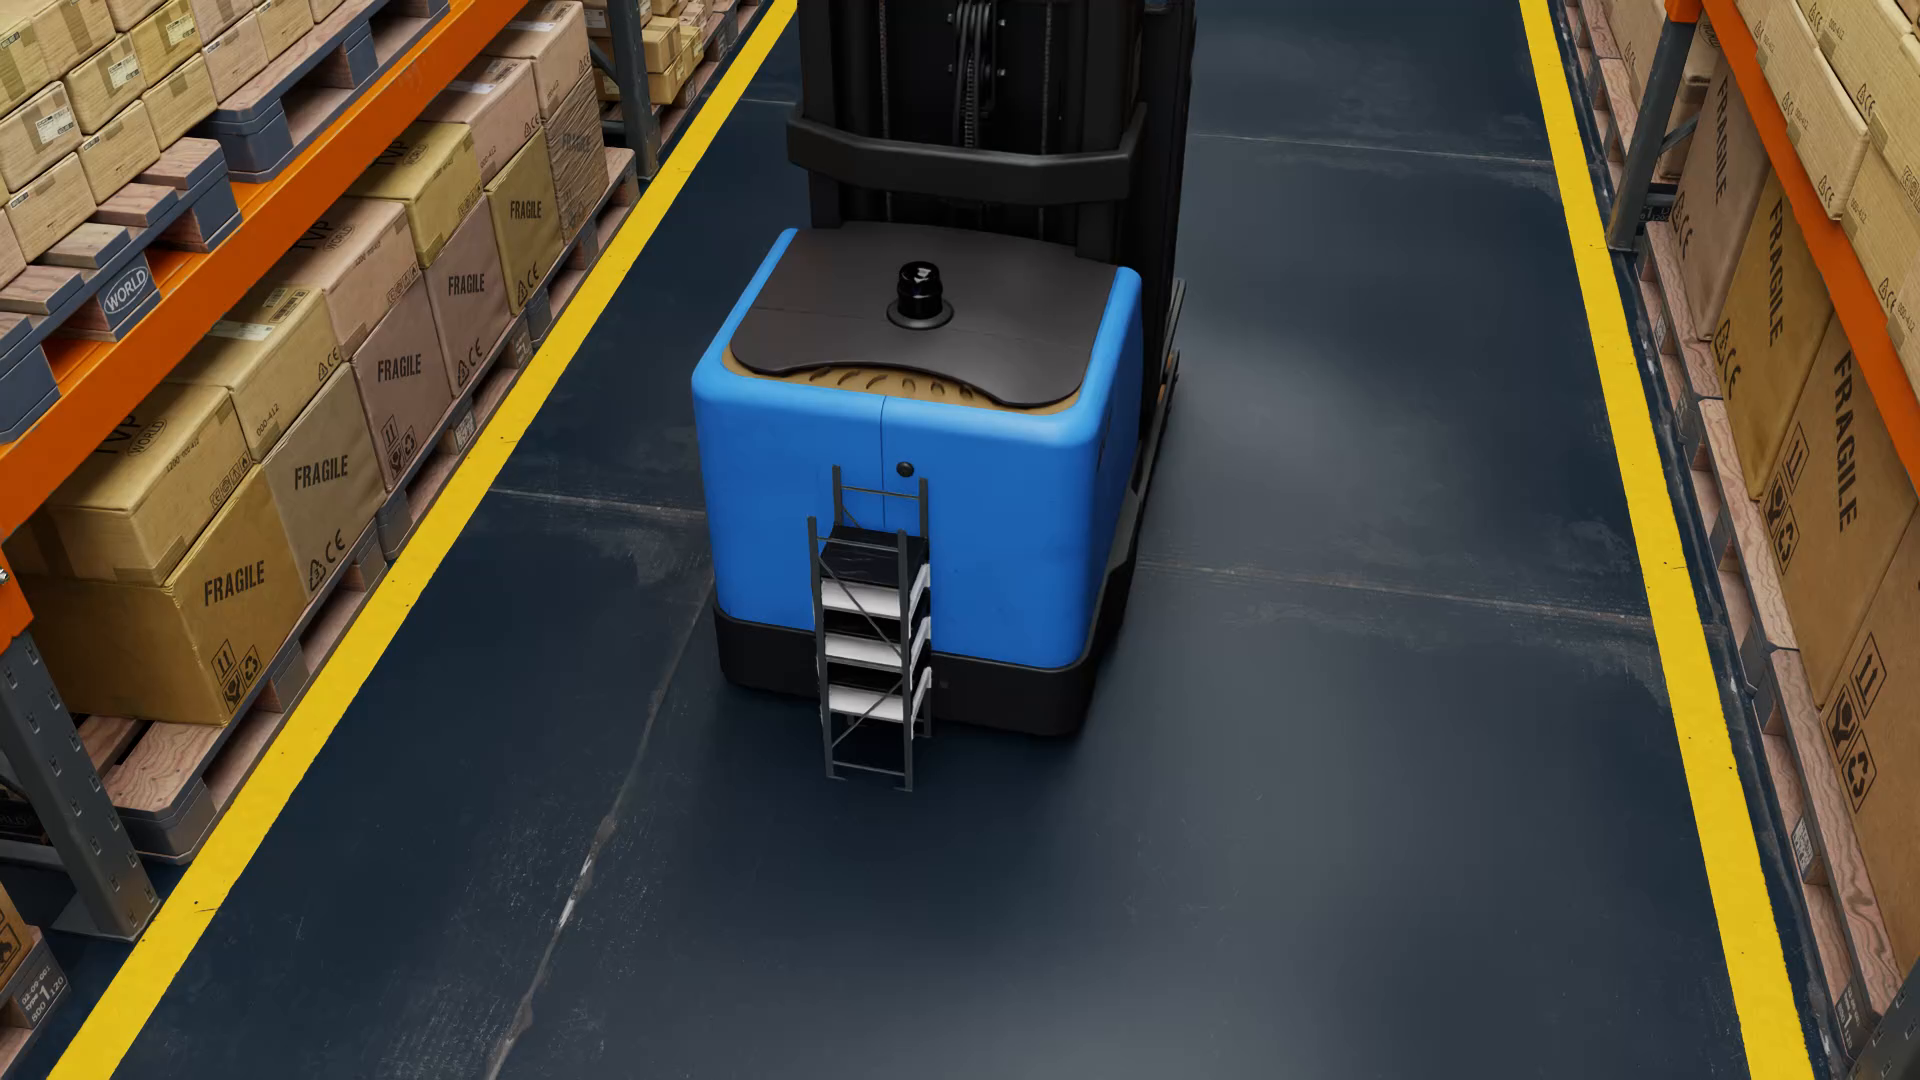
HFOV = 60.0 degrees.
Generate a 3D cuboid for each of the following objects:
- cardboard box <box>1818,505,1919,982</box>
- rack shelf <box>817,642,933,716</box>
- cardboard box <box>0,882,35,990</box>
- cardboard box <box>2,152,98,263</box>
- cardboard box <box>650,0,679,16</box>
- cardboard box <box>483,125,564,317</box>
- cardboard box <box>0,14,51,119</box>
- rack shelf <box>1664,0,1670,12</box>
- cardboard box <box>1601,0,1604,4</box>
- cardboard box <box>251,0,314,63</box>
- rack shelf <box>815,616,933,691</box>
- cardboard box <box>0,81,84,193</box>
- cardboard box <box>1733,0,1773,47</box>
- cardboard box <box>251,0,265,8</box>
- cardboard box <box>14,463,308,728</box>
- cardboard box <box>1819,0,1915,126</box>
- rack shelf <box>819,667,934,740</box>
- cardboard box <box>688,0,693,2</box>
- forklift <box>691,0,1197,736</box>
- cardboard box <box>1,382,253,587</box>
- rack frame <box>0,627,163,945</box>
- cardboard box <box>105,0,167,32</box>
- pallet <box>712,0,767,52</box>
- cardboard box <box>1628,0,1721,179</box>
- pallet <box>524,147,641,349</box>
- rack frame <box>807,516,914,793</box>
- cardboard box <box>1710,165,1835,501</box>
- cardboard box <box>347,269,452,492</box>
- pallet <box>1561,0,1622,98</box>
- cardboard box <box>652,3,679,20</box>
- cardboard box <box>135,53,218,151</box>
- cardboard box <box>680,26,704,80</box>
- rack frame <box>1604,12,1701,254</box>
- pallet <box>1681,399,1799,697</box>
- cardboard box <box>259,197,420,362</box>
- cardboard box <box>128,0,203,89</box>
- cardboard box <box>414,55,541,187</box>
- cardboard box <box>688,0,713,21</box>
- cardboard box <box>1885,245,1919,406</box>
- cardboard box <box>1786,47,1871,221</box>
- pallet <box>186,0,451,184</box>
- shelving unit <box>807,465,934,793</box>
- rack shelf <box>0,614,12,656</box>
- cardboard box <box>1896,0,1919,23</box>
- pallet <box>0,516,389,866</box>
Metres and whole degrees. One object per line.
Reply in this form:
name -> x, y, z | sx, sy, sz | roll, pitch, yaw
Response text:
cardboard box -> 2.601, 0.451, 3.688 | 0.875, 0.875, 0.875 | 6, 40, 7
rack shelf -> -0.219, 0.341, 4.325 | 0.258, 0.077, 0.200 | 8, 40, 10
cardboard box -> -2.687, 0.814, 3.348 | 1.050, 0.750, 0.750 | 6, 40, 7
cardboard box -> -2.170, -0.756, 3.678 | 0.380, 0.149, 0.250 | 8, 40, 10
cardboard box -> -1.431, -2.426, 7.271 | 0.380, 0.149, 0.250 | 8, 40, 10
cardboard box -> -1.770, -1.159, 5.929 | 0.500, 0.500, 0.500 | 6, 40, 7
cardboard box -> -2.178, -0.996, 3.501 | 0.380, 0.149, 0.250 | 5, 40, 6
rack shelf -> 3.438, -3.270, 7.415 | 1.077, 0.370, 4.000 | 6, 40, 8
cardboard box -> 3.618, -2.976, 8.177 | 0.875, 0.438, 0.875 | 7, 40, 9
cardboard box -> -1.989, -1.420, 4.481 | 0.380, 0.149, 0.250 | 7, 40, 8
rack shelf -> -0.219, 0.271, 4.268 | 0.258, 0.077, 0.200 | 8, 40, 10
cardboard box -> -2.167, -0.895, 3.613 | 0.380, 0.149, 0.250 | 8, 40, 10
cardboard box -> 2.668, -1.662, 5.024 | 0.500, 0.250, 0.500 | 5, 40, 7
cardboard box -> -1.990, -1.533, 4.384 | 0.380, 0.149, 0.250 | 6, 40, 7
cardboard box -> -2.120, 0.122, 4.381 | 0.500, 0.500, 0.500 | 5, 40, 6
cardboard box -> 2.476, -1.220, 4.097 | 0.500, 0.250, 0.500 | 5, 40, 6
rack shelf -> -0.219, 0.410, 4.383 | 0.258, 0.077, 0.200 | 8, 40, 10
cardboard box -> -1.411, -2.639, 7.762 | 0.380, 0.149, 0.250 | 4, 40, 5
forklift -> 0.152, -1.546, 4.820 | 1.130, 2.935, 3.031 | 8, 40, 10
cardboard box -> -2.135, -0.157, 4.130 | 0.500, 0.250, 0.500 | 5, 40, 6
rack frame -> -2.493, -0.264, 3.215 | 1.000, 3.000, 0.127 | 6, 40, 8
cardboard box -> -2.085, -1.315, 3.888 | 0.380, 0.149, 0.250 | 5, 40, 6
pallet -> -1.511, -2.893, 8.583 | 1.003, 0.211, 1.213 | 6, 40, 8
cardboard box -> 3.306, -1.848, 6.813 | 0.875, 0.438, 0.875 | 6, 40, 7
pallet -> -1.934, -1.211, 6.549 | 1.003, 0.211, 1.213 | 6, 40, 8
rack frame -> -0.242, 0.309, 4.171 | 0.240, 0.900, 0.006 | 8, 40, 10
cardboard box -> 2.915, -0.669, 5.043 | 0.875, 0.875, 0.875 | 7, 40, 9
cardboard box -> -1.952, -0.517, 5.153 | 0.500, 0.500, 0.500 | 5, 40, 7
pallet -> 3.509, -2.454, 8.052 | 1.003, 0.211, 1.213 | 6, 40, 8
cardboard box -> -1.468, -2.313, 7.368 | 0.380, 0.149, 0.250 | 7, 40, 8
cardboard box -> -2.079, -1.095, 4.088 | 0.380, 0.149, 0.250 | 8, 40, 10
cardboard box -> -1.375, -2.197, 7.462 | 0.380, 0.149, 0.250 | 8, 40, 9
rack frame -> 3.092, -2.292, 5.668 | 1.000, 3.000, 0.127 | 6, 40, 8
pallet -> 2.824, 0.043, 5.032 | 1.003, 0.211, 1.213 | 6, 40, 8
cardboard box -> -1.949, -0.785, 4.889 | 0.500, 0.250, 0.500 | 7, 40, 8
cardboard box -> -2.081, -1.221, 4.007 | 0.380, 0.149, 0.250 | 7, 40, 8
cardboard box -> -1.783, -1.445, 5.688 | 0.500, 0.250, 0.500 | 8, 40, 10
cardboard box -> -1.389, -2.524, 7.857 | 0.380, 0.149, 0.250 | 6, 40, 7
cardboard box -> 2.304, -0.392, 3.488 | 0.500, 0.250, 0.500 | 7, 40, 8
cardboard box -> 2.468, -1.030, 4.259 | 0.500, 0.250, 0.500 | 6, 40, 7
pallet -> -2.191, -1.437, 4.784 | 1.003, 0.211, 1.213 | 6, 40, 8
shelving unit -> -0.219, 0.246, 4.247 | 0.258, 0.900, 0.210 | 8, 40, 10
rack shelf -> -2.839, 1.269, 1.926 | 1.077, 0.370, 4.000 | 6, 40, 8
cardboard box -> 2.499, -1.509, 3.858 | 0.500, 0.500, 0.500 | 6, 40, 7
pallet -> -2.357, 0.321, 4.697 | 1.003, 0.211, 1.213 | 6, 40, 8
